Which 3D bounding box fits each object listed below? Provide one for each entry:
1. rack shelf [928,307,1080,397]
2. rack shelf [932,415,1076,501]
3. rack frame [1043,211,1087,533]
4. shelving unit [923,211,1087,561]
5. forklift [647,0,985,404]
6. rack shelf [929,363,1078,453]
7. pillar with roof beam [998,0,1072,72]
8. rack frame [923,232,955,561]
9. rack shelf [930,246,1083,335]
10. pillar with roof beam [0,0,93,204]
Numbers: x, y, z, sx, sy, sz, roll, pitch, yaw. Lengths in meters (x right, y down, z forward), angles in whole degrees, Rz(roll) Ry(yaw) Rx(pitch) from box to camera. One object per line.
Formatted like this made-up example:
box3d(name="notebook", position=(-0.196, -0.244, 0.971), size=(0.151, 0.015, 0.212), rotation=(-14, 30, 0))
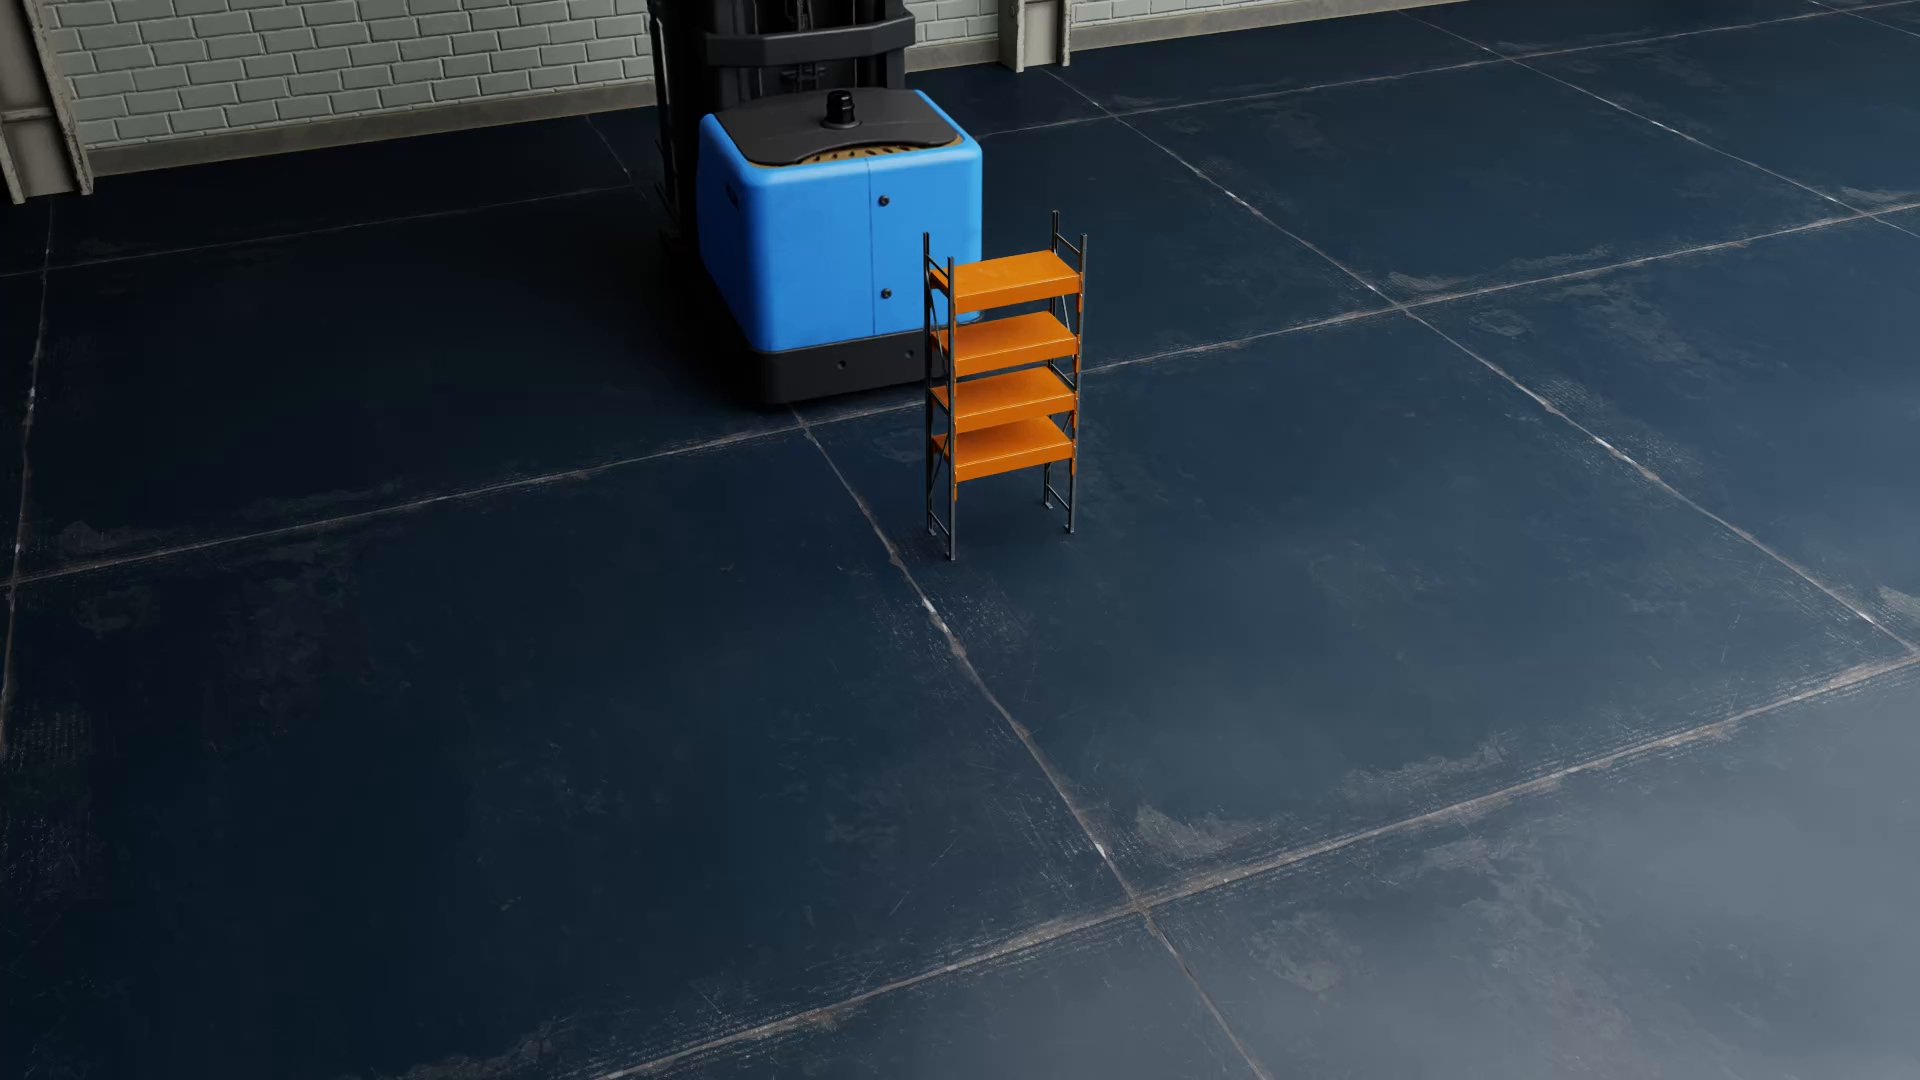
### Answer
box3d(name="rack shelf", position=(0.153, -0.669, 5.891), size=(0.480, 0.148, 0.258), rotation=(-13, 35, -19))
box3d(name="rack shelf", position=(0.153, -0.315, 6.121), size=(0.480, 0.148, 0.258), rotation=(-13, 35, -19))
box3d(name="rack frame", position=(0.378, -0.589, 6.056), size=(0.015, 1.200, 0.240), rotation=(-13, 35, -19))
box3d(name="shelving unit", position=(0.153, -0.538, 5.976), size=(0.503, 1.200, 0.258), rotation=(-13, 35, -19))
box3d(name="forklift", position=(-0.873, -2.596, 7.553), size=(1.130, 2.935, 3.031), rotation=(-11, 35, -17))
box3d(name="rack shelf", position=(0.153, -0.481, 6.013), size=(0.480, 0.148, 0.258), rotation=(-13, 35, -19))
box3d(name="pillar with roof beam", position=(2.161, -4.822, 5.410), size=(0.400, 9.000, 9.100), rotation=(-13, 35, -19))
box3d(name="rack frame", position=(-0.072, -0.486, 5.897), size=(0.015, 1.200, 0.240), rotation=(-13, 35, -19))
box3d(name="rack shelf", position=(0.153, -0.867, 5.762), size=(0.480, 0.148, 0.258), rotation=(-13, 35, -19))
box3d(name="pillar with roof beam", position=(-3.371, -3.555, 3.463), size=(0.400, 9.000, 9.100), rotation=(-13, 35, -19))
